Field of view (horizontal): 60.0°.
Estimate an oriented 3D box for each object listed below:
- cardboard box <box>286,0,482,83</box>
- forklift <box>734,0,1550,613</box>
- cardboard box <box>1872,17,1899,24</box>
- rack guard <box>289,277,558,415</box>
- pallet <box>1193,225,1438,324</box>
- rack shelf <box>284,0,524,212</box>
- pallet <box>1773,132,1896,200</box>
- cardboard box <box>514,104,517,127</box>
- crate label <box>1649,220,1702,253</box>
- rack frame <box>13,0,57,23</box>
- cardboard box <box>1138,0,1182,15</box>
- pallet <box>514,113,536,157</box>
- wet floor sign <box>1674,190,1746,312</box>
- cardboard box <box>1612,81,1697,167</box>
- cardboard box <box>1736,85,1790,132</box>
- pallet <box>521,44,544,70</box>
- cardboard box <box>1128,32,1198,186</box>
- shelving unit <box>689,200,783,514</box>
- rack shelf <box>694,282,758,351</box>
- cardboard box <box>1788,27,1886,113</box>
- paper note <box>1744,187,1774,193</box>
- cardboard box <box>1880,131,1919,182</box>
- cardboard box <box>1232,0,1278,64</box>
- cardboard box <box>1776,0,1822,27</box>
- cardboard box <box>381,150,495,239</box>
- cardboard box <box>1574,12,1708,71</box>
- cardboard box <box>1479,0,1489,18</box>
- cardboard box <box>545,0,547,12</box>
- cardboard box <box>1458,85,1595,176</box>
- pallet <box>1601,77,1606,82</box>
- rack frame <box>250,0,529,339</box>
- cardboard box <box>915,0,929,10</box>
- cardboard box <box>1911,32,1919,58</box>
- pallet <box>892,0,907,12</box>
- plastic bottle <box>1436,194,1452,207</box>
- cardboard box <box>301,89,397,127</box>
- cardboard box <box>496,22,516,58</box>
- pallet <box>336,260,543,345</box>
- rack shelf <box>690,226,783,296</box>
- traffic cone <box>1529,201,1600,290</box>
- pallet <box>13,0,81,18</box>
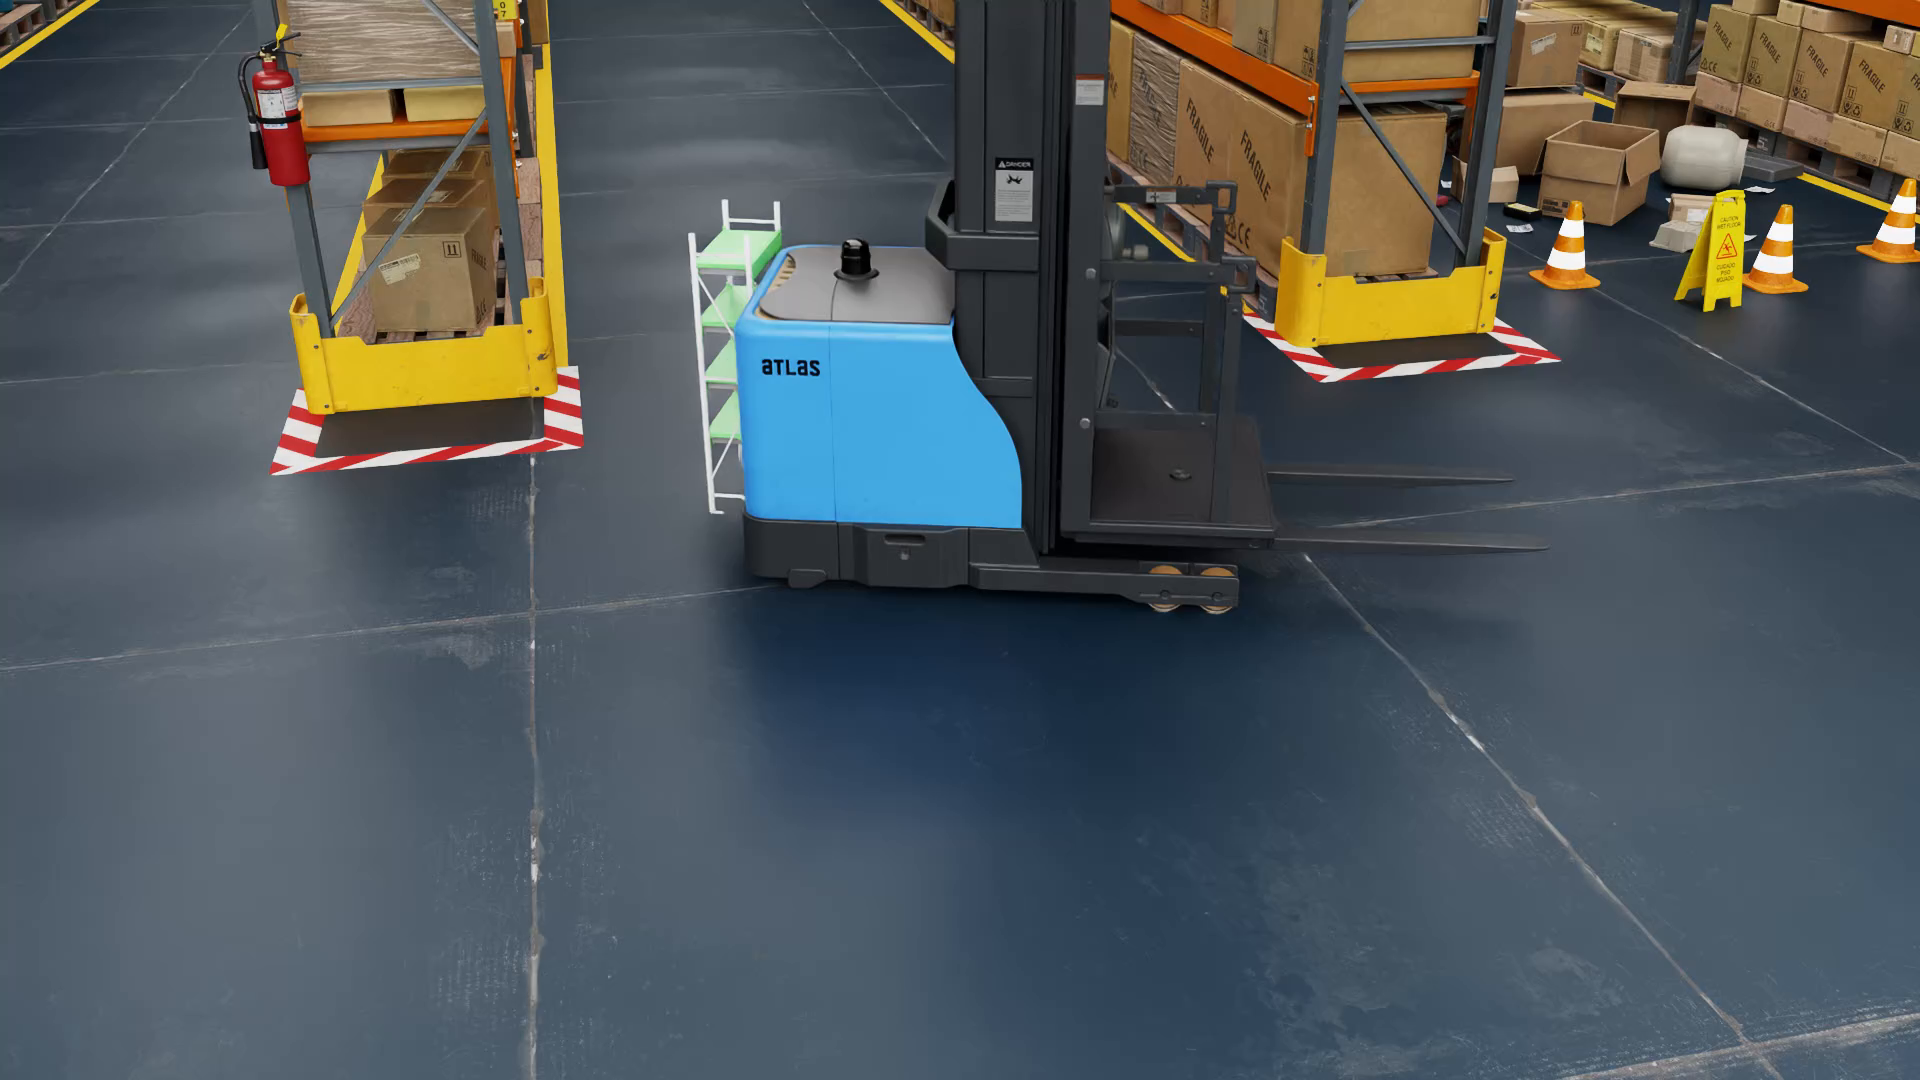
[{"bbox_3d":[-2.661,-2.455,7.843,0.875,0.500,0.500,-6,27,-12],"label":"cardboard box"},{"bbox_3d":[0.719,-1.286,6.045,3.031,2.935,1.130,2,27,4],"label":"forklift"},{"bbox_3d":[6.701,-3.634,12.375,0.500,0.500,0.500,-5,27,-11],"label":"cardboard box"},{"bbox_3d":[-2.581,-0.950,8.078,1.175,0.500,0.348,-6,27,-12],"label":"rack guard"},{"bbox_3d":[2.035,-1.590,9.667,1.003,0.211,1.213,-6,27,-12],"label":"pallet"},{"bbox_3d":[-3.015,-2.590,9.350,1.077,0.370,4.000,-6,27,-12],"label":"rack shelf"},{"bbox_3d":[6.654,-2.722,11.910,1.003,0.211,1.213,-6,27,-12],"label":"pallet"},{"bbox_3d":[-3.672,-3.352,12.349,0.700,0.500,0.500,-6,27,-12],"label":"cardboard box"},{"bbox_3d":[4.495,-1.896,10.354,0.250,0.136,0.298,-23,35,-38],"label":"crate label"},{"bbox_3d":[-10.094,-6.798,16.889,1.000,3.000,0.127,-6,27,-12],"label":"rack frame"},{"bbox_3d":[1.637,-3.666,10.518,0.875,0.550,0.550,-6,27,-12],"label":"cardboard box"},{"bbox_3d":[-3.642,-2.886,12.233,1.003,0.211,1.213,-6,27,-12],"label":"pallet"},{"bbox_3d":[4.227,-1.630,9.262,0.267,0.644,0.232,-11,29,-20],"label":"wet floor sign"},{"bbox_3d":[5.105,-3.072,12.278,0.500,0.500,0.500,13,30,24],"label":"cardboard box"},{"bbox_3d":[6.191,-3.236,12.417,0.500,0.250,0.500,-4,27,-9],"label":"cardboard box"},{"bbox_3d":[-4.471,-4.654,15.736,1.003,0.211,1.213,-6,27,-12],"label":"pallet"},{"bbox_3d":[1.670,-2.809,10.878,0.875,0.875,0.875,-6,27,-11],"label":"cardboard box"},{"bbox_3d":[-0.896,-0.752,6.907,0.258,1.200,0.503,3,27,7],"label":"shelving unit"},{"bbox_3d":[-0.896,-0.909,6.828,0.258,0.148,0.480,3,27,7],"label":"rack shelf"},{"bbox_3d":[6.307,-3.342,11.795,0.500,0.500,0.500,-5,27,-9],"label":"cardboard box"},{"bbox_3d":[5.555,-2.437,11.545,0.142,0.019,0.148,-16,31,-29],"label":"paper note"},{"bbox_3d":[6.538,-2.555,11.068,0.500,0.250,0.500,-6,27,-11],"label":"cardboard box"},{"bbox_3d":[2.018,-2.957,9.112,0.875,0.550,0.550,-6,27,-12],"label":"cardboard box"},{"bbox_3d":[6.147,-3.807,11.996,0.380,0.149,0.250,-5,27,-10],"label":"cardboard box"},{"bbox_3d":[-2.979,-1.916,9.525,0.500,0.500,0.500,-3,27,-7],"label":"cardboard box"},{"bbox_3d":[5.904,-4.355,14.499,0.950,0.372,0.625,-4,27,-8],"label":"cardboard box"},{"bbox_3d":[5.406,-5.317,16.405,0.950,0.372,0.625,-8,28,-15],"label":"cardboard box"},{"bbox_3d":[-4.902,-5.869,16.940,1.225,0.875,0.875,-7,28,-13],"label":"cardboard box"},{"bbox_3d":[4.010,-2.909,11.804,0.797,0.637,0.503,-6,27,-12],"label":"cardboard box"},{"bbox_3d":[5.734,-4.429,15.290,1.003,0.211,1.213,-6,27,-12],"label":"pallet"},{"bbox_3d":[-2.564,-2.033,7.449,1.000,3.000,0.127,-6,27,-12],"label":"rack frame"},{"bbox_3d":[-0.163,-5.797,17.214,0.500,0.500,0.500,-7,28,-14],"label":"cardboard box"},{"bbox_3d":[6.455,-3.214,10.822,0.380,0.149,0.250,-5,27,-11],"label":"cardboard box"},{"bbox_3d":[-0.236,-6.174,18.747,1.003,0.211,1.213,-6,27,-12],"label":"pallet"},{"bbox_3d":[3.182,-2.291,11.220,0.283,0.061,0.133,-16,31,-29],"label":"plastic bottle"},{"bbox_3d":[-2.829,-2.025,7.712,0.380,0.149,0.250,-6,27,-12],"label":"cardboard box"},{"bbox_3d":[-2.640,-2.738,9.125,0.380,0.149,0.250,-6,27,-12],"label":"cardboard box"},{"bbox_3d":[-2.730,-1.182,8.857,1.003,0.211,1.213,-6,27,-12],"label":"pallet"},{"bbox_3d":[-0.896,-1.124,6.720,0.258,0.148,0.480,3,27,7],"label":"rack shelf"},{"bbox_3d":[3.555,-1.737,9.678,0.336,0.463,0.334,-6,27,-12],"label":"traffic cone"},{"bbox_3d":[-10.297,-5.872,18.149,1.003,0.211,1.213,-6,27,-12],"label":"pallet"}]
